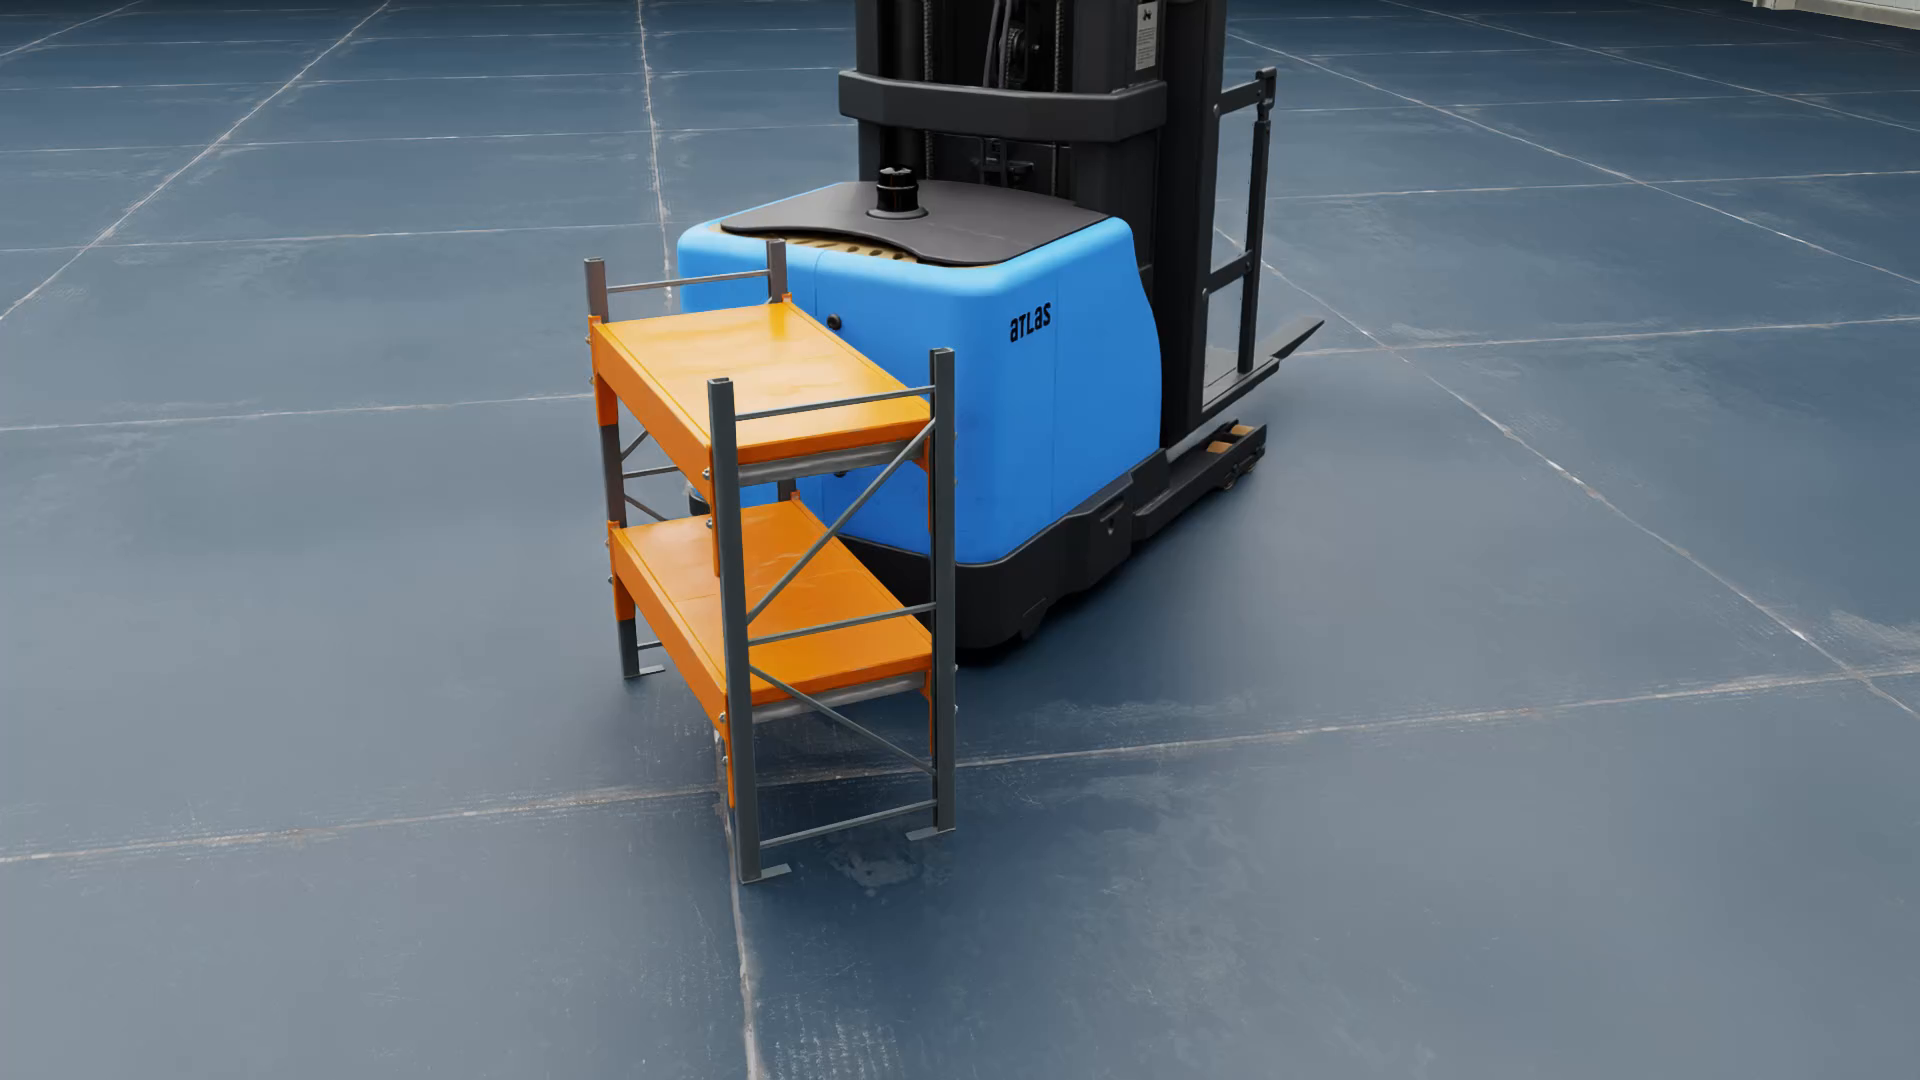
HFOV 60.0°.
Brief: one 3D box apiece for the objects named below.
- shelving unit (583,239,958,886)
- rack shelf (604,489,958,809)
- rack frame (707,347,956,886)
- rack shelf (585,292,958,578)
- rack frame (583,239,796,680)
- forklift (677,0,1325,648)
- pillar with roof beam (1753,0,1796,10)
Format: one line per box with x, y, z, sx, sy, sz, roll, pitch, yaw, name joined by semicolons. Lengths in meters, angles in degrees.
-0.456;-0.008;3.863;0.538;1.125;1.048;-10;26;-22;shelving unit
-0.456;0.216;3.961;0.538;0.278;1.000;-10;26;-22;rack shelf
-0.244;0.177;3.440;0.500;1.125;0.032;-10;26;-22;rack frame
-0.456;-0.276;3.746;0.538;0.278;1.000;-10;26;-22;rack shelf
-0.668;-0.193;4.287;0.500;1.125;0.032;-10;26;-22;rack frame
0.412;-1.600;5.250;1.130;2.935;3.031;14;27;28;forklift
5.395;-10.096;17.123;9.100;9.000;0.400;-4;24;-10;pillar with roof beam
